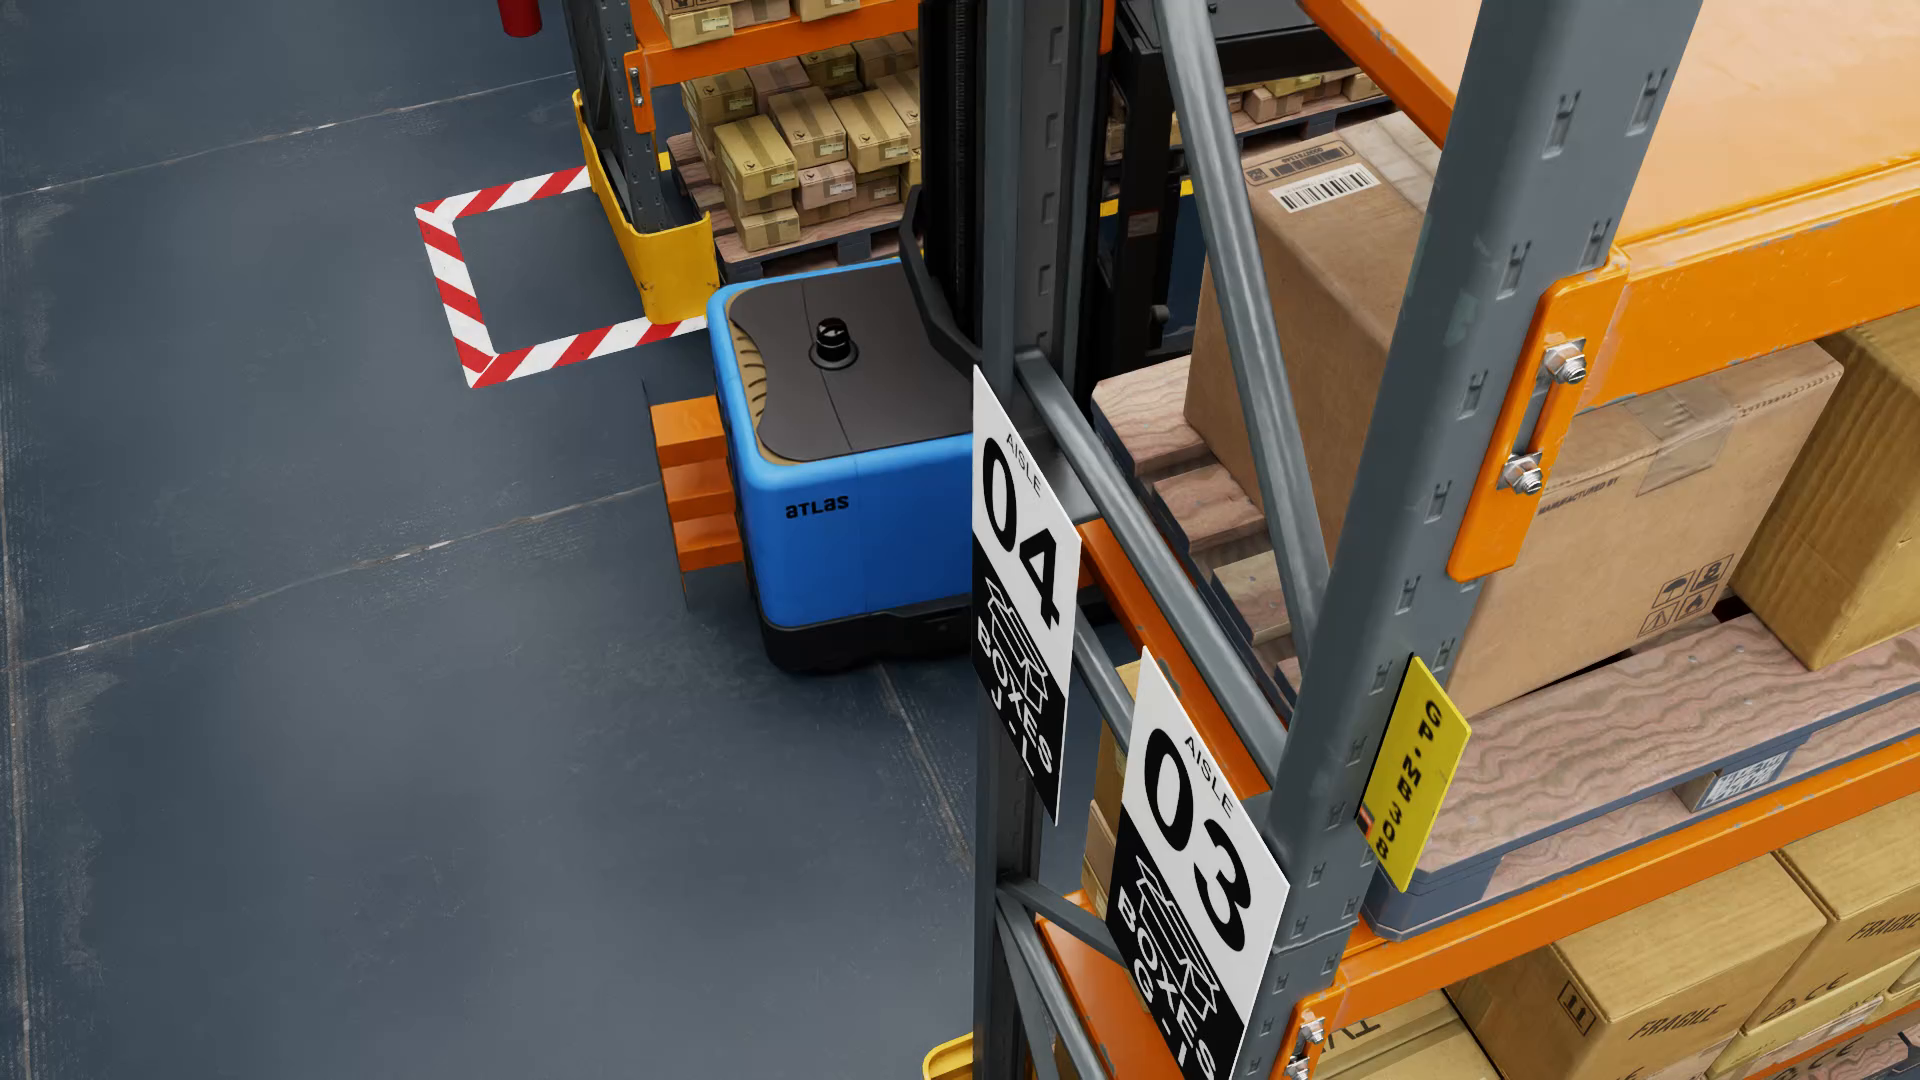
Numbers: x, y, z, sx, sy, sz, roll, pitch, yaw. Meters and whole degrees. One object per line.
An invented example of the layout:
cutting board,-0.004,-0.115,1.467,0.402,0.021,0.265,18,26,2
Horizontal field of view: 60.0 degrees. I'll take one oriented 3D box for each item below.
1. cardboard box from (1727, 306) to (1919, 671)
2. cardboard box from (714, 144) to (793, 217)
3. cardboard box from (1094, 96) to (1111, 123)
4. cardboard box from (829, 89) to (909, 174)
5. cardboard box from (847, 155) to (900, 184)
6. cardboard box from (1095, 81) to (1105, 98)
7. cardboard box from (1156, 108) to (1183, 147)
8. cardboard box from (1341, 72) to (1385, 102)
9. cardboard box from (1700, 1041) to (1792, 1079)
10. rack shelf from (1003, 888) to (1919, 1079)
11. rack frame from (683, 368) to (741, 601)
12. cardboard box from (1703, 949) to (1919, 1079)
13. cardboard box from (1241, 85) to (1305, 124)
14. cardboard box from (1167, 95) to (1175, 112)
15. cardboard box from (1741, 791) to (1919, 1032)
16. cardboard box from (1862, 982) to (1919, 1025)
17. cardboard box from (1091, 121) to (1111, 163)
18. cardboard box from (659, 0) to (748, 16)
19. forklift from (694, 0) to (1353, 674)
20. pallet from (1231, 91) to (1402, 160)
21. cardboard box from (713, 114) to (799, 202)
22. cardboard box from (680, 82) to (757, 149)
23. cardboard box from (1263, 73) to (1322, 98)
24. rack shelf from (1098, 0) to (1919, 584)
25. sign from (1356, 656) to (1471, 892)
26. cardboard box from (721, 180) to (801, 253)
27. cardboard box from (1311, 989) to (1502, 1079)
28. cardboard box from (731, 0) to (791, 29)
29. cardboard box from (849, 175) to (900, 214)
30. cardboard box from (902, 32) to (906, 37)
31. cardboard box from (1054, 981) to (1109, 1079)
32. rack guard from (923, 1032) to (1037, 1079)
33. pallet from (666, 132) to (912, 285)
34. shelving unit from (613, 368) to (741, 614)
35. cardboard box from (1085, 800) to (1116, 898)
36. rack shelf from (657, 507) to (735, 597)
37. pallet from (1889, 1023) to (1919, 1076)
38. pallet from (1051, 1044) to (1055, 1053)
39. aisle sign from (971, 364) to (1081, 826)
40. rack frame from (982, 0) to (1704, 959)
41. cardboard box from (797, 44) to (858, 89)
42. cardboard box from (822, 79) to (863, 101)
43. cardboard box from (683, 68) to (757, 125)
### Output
cardboard box,1.306,-0.288,2.475,0.500,0.500,0.700,-19,52,-16
cardboard box,-0.922,-1.633,7.422,0.250,0.149,0.380,-15,51,-13
cardboard box,0.524,-2.122,7.842,0.250,0.149,0.380,-15,51,-13
cardboard box,-0.399,-1.817,7.384,0.250,0.149,0.380,-17,52,-14
cardboard box,-0.454,-1.804,7.569,0.250,0.149,0.380,-17,51,-14
cardboard box,0.517,-2.202,7.715,0.250,0.149,0.380,-17,51,-14
cardboard box,1.007,-2.065,7.989,0.250,0.149,0.380,-17,52,-14
cardboard box,1.965,-2.361,8.244,0.250,0.149,0.380,-17,51,-14
cardboard box,1.682,1.070,3.860,0.250,0.149,0.380,-18,52,-15
rack shelf,2.129,0.815,4.388,4.000,0.370,1.077,-17,52,-14
rack frame,-0.894,-0.179,6.036,0.008,1.050,0.200,-12,50,-6
cardboard box,1.770,0.863,3.775,0.500,0.250,0.500,-19,52,-15
cardboard box,1.472,-2.225,8.126,0.250,0.149,0.380,-19,52,-15
cardboard box,1.043,-2.231,7.936,0.250,0.149,0.380,-16,51,-13
cardboard box,1.765,0.618,3.491,0.500,0.500,0.500,-18,52,-15
cardboard box,2.155,0.924,3.985,0.250,0.149,0.380,-18,52,-15
cardboard box,0.529,-1.944,7.886,0.250,0.149,0.380,-17,52,-14
cardboard box,-0.984,-2.422,6.432,0.500,0.500,0.500,-15,51,-13
forklift,0.611,-1.072,5.579,3.031,2.935,1.130,-11,50,-9
pallet,1.591,-2.379,8.495,1.213,0.211,1.003,-17,52,-14
cardboard box,-0.890,-1.671,7.259,0.250,0.149,0.380,-19,52,-16
cardboard box,-1.123,-2.015,7.750,0.250,0.149,0.380,-18,52,-15
cardboard box,1.540,-2.321,8.013,0.250,0.149,0.380,-19,52,-16
rack shelf,2.129,-1.009,2.263,4.000,0.370,1.077,-17,52,-14
sign,0.482,0.258,1.786,0.005,0.325,0.100,-17,52,-14
cardboard box,-0.898,-1.491,7.497,0.250,0.149,0.380,-16,51,-14
cardboard box,0.824,1.159,3.521,0.500,0.250,0.500,-18,52,-15
cardboard box,-0.860,-2.241,6.703,0.250,0.149,0.380,-16,51,-13
cardboard box,-0.459,-1.700,7.676,0.250,0.149,0.380,-17,51,-14
cardboard box,-0.172,-2.431,7.911,0.250,0.149,0.380,-15,51,-13
cardboard box,0.840,1.470,4.475,0.875,0.875,0.875,-17,52,-14
rack guard,0.256,1.976,4.564,0.348,0.500,1.175,-17,52,-14
pallet,-0.668,-1.679,7.894,1.213,0.211,1.003,-17,52,-14
shelving unit,-1.013,-0.153,6.022,0.252,1.050,0.215,-12,50,-6
cardboard box,0.626,0.781,3.845,0.500,0.250,0.500,-18,52,-15
rack shelf,-0.998,0.032,6.243,0.240,0.259,0.215,-12,50,-6
pallet,3.247,1.079,5.525,1.213,0.211,1.003,-17,52,-14
pallet,0.989,1.779,4.924,1.213,0.211,1.003,-17,52,-14
aisle sign,0.098,0.118,2.799,0.004,0.787,0.394,-17,52,-14
rack frame,0.278,-0.800,1.346,0.127,3.000,1.000,-17,52,-14
cardboard box,-0.664,-2.285,7.786,0.250,0.149,0.380,-18,52,-15
cardboard box,-0.643,-2.165,7.879,0.250,0.149,0.380,-19,52,-16
cardboard box,-1.110,-2.090,7.618,0.250,0.149,0.380,-17,51,-14
